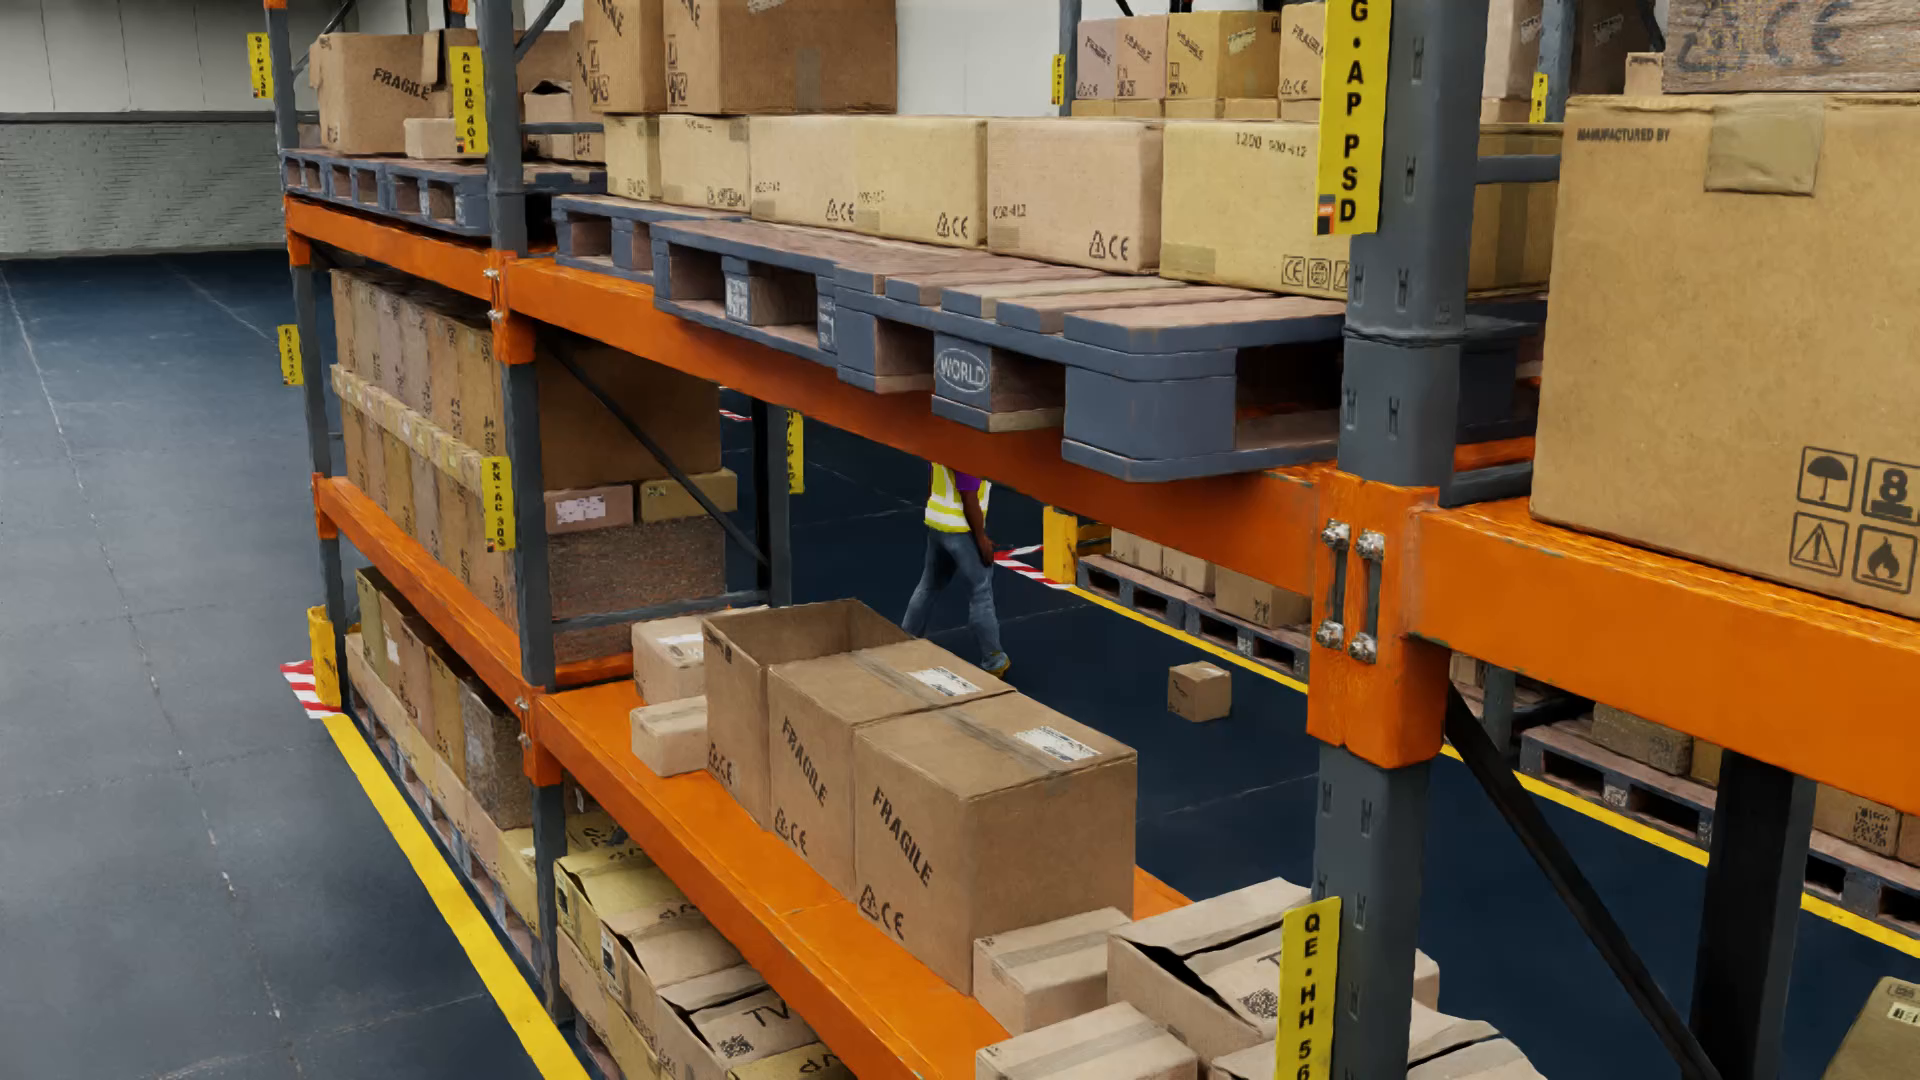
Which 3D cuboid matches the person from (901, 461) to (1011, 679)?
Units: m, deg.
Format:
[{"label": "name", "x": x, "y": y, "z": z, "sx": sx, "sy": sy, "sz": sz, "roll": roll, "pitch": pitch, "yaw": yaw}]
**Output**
[{"label": "person", "x": -0.017, "y": -0.073, "z": 9.759, "sx": 0.599, "sy": 1.762, "sz": 0.634, "roll": -6, "pitch": 16, "yaw": -23}]
